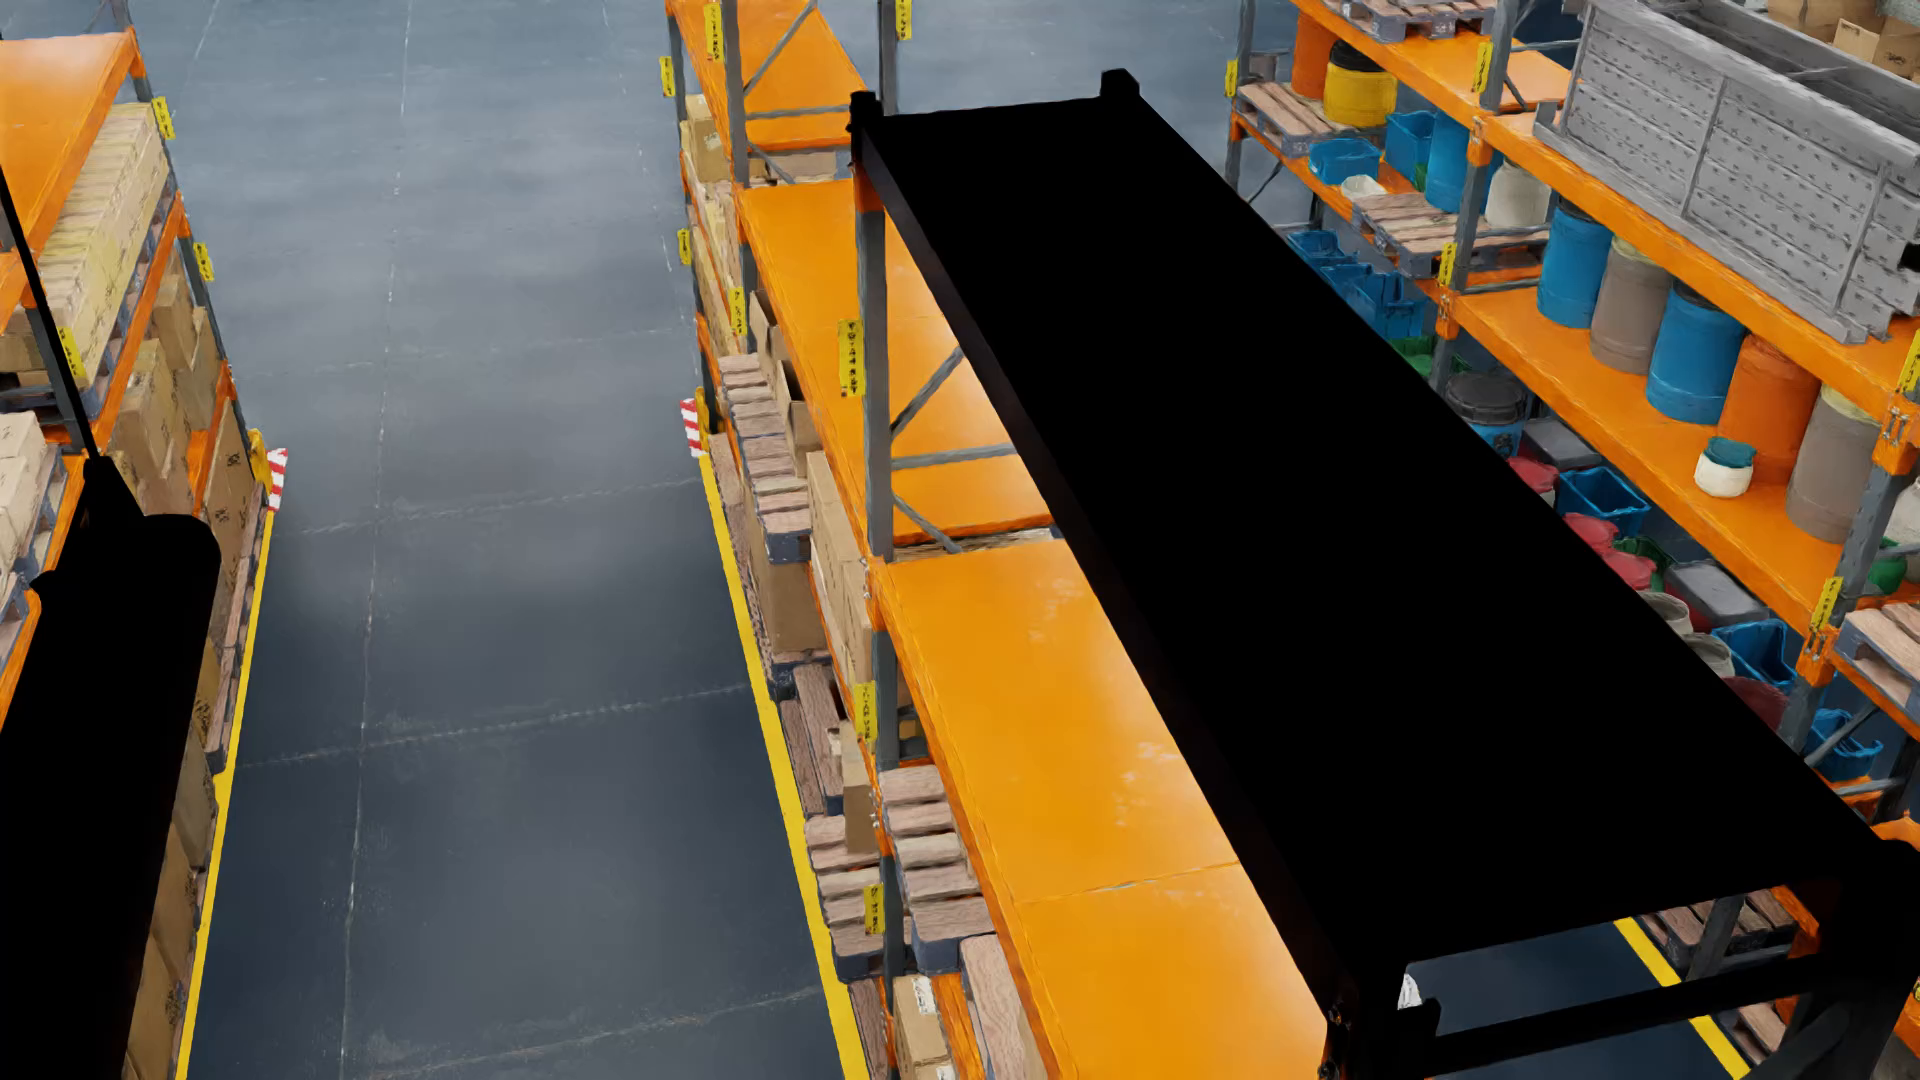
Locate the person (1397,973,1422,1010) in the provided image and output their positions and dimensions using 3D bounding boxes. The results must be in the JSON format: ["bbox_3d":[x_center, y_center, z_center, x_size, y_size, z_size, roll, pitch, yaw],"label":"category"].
[{"bbox_3d":[2.124,2.703,8.719,0.603,1.620,0.831,-5,35,-7],"label":"person"}]
